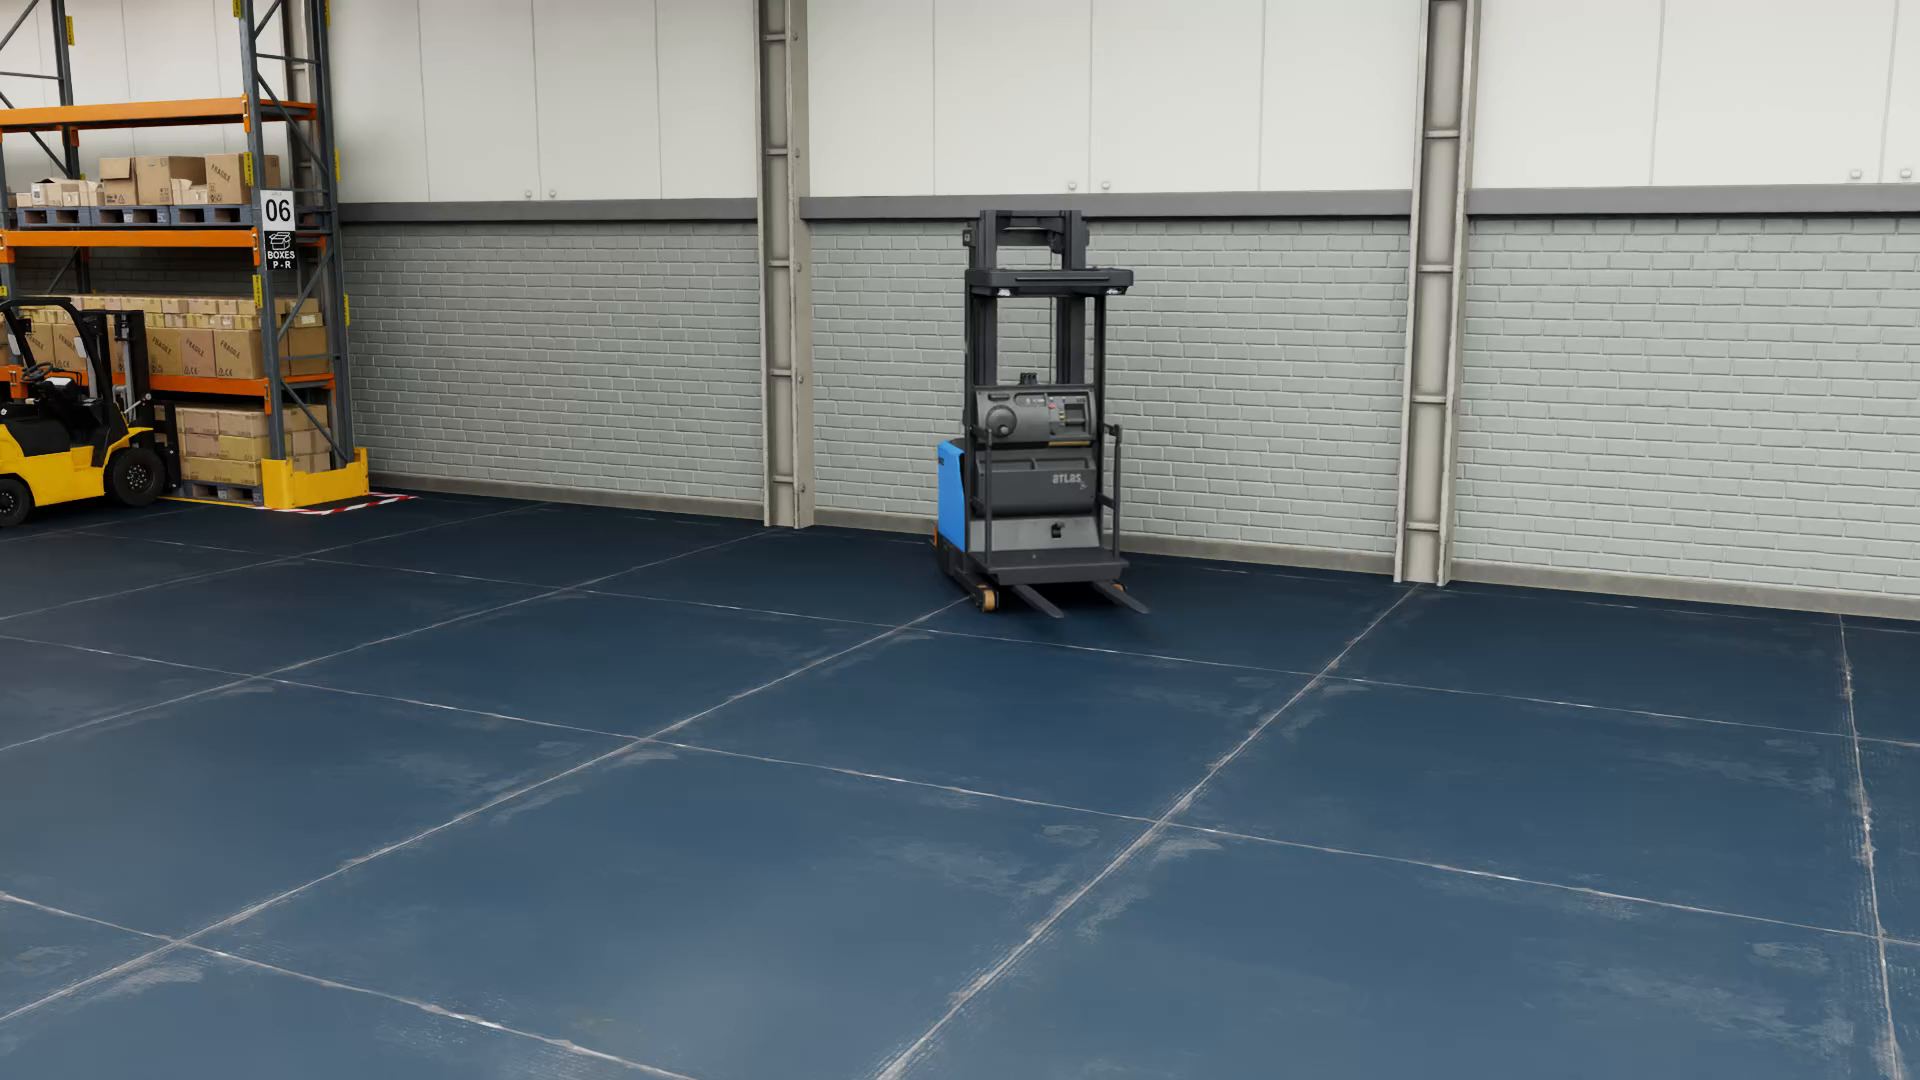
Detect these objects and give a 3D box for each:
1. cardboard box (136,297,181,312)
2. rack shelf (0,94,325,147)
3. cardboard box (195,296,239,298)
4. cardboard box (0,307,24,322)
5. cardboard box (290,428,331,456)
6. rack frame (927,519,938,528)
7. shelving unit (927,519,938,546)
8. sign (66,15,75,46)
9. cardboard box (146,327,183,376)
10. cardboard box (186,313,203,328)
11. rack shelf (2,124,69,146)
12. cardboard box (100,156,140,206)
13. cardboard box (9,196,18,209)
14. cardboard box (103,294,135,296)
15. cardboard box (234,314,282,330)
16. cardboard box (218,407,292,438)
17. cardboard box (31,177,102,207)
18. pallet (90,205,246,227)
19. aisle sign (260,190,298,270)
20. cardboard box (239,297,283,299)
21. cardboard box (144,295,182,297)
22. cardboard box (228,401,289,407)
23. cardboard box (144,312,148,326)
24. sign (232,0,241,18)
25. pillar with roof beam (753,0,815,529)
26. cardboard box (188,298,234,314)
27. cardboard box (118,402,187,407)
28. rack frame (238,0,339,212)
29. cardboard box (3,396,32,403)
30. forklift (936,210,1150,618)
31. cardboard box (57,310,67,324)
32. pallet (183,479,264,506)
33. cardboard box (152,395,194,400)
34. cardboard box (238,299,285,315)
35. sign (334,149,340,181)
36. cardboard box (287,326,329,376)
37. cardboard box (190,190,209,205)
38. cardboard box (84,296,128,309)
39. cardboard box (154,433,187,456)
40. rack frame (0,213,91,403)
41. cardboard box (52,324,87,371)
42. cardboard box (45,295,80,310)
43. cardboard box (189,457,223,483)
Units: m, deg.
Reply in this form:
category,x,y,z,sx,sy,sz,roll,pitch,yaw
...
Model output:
category,x,y,z,sx,sy,sz,roll,pitch,yaw
cardboard box,-8.592,-2.525,17.842,0.250,0.149,0.380,5,11,27
rack shelf,-8.593,-4.455,17.739,4.000,0.370,1.077,5,11,26
cardboard box,-8.123,-2.591,18.205,0.250,0.149,0.380,5,11,24
cardboard box,-10.791,-2.571,18.930,0.250,0.149,0.380,5,12,28
cardboard box,-7.129,-1.066,17.854,0.500,0.250,0.500,5,12,27
rack frame,-0.050,-0.090,14.679,0.240,0.006,1.200,-2,11,-12
shelving unit,-0.050,0.000,14.696,0.258,0.189,1.200,-2,11,-12
sign,-10.119,-5.787,18.892,0.005,0.325,0.100,5,11,26
cardboard box,-8.277,-2.025,17.733,0.500,0.500,0.500,5,11,25
cardboard box,-7.899,-2.314,17.510,0.250,0.149,0.380,5,11,25
rack shelf,-12.180,-4.770,19.480,4.000,0.370,1.077,5,11,26
cardboard box,-8.686,-3.823,17.780,0.637,0.503,0.797,5,12,28
cardboard box,-11.061,-3.918,19.296,0.250,0.149,0.380,5,11,26
cardboard box,-9.516,-2.704,18.829,0.250,0.149,0.380,5,11,25
cardboard box,-7.234,-2.247,17.140,0.250,0.149,0.380,5,11,27
cardboard box,-7.350,-1.228,17.346,0.500,0.250,0.500,5,12,28
cardboard box,-9.748,-3.795,18.161,0.500,0.311,0.500,5,12,27
pallet,-8.520,-3.484,17.904,1.213,0.211,1.003,5,11,26
aisle sign,-6.870,-3.123,16.783,0.004,0.787,0.394,5,11,26
cardboard box,-7.469,-2.516,17.790,0.250,0.149,0.380,5,12,27
cardboard box,-8.832,-2.643,18.493,0.250,0.149,0.380,5,11,25
cardboard box,-7.596,-1.348,18.012,0.500,0.250,0.500,5,11,26
cardboard box,-8.579,-2.378,17.865,0.250,0.149,0.380,5,11,25
sign,-7.052,-5.261,16.206,0.005,0.325,0.100,5,11,26
pillar with roof beam,-3.549,-3.886,11.456,0.400,9.000,9.100,5,11,26
cardboard box,-7.885,-2.467,17.524,0.250,0.149,0.380,5,11,26
cardboard box,-8.719,-1.347,18.002,0.500,0.250,0.500,5,11,25
rack frame,-6.799,-4.848,16.768,0.127,3.000,1.000,5,11,26
cardboard box,-11.552,-1.351,19.780,0.625,0.625,0.875,5,11,25
forklift,0.629,-0.983,12.450,1.130,2.935,3.031,-2,11,-13
cardboard box,-9.738,-2.476,18.406,0.250,0.149,0.380,5,11,26
pallet,-7.503,-0.577,17.847,1.213,0.211,1.003,5,11,26
cardboard box,-8.951,-1.469,18.680,0.500,0.250,0.500,5,11,26
cardboard box,-7.214,-2.405,17.179,0.250,0.149,0.380,5,11,26
sign,-6.548,-3.929,17.438,0.005,0.325,0.100,5,11,26
cardboard box,-7.120,-2.028,17.755,0.500,0.500,0.500,5,12,28
cardboard box,-7.677,-3.521,17.104,0.250,0.149,0.380,5,11,24
cardboard box,-9.294,-2.576,18.121,0.250,0.149,0.380,5,11,25
cardboard box,-8.291,-1.062,17.836,0.500,0.250,0.500,5,11,25
rack frame,-10.386,-2.211,19.044,0.127,3.000,1.000,5,11,26
cardboard box,-9.629,-2.145,18.400,0.500,0.500,0.500,5,12,27
cardboard box,-9.949,-2.650,18.532,0.250,0.149,0.380,5,11,27
cardboard box,-7.802,-0.777,17.661,0.500,0.250,0.500,5,11,26
